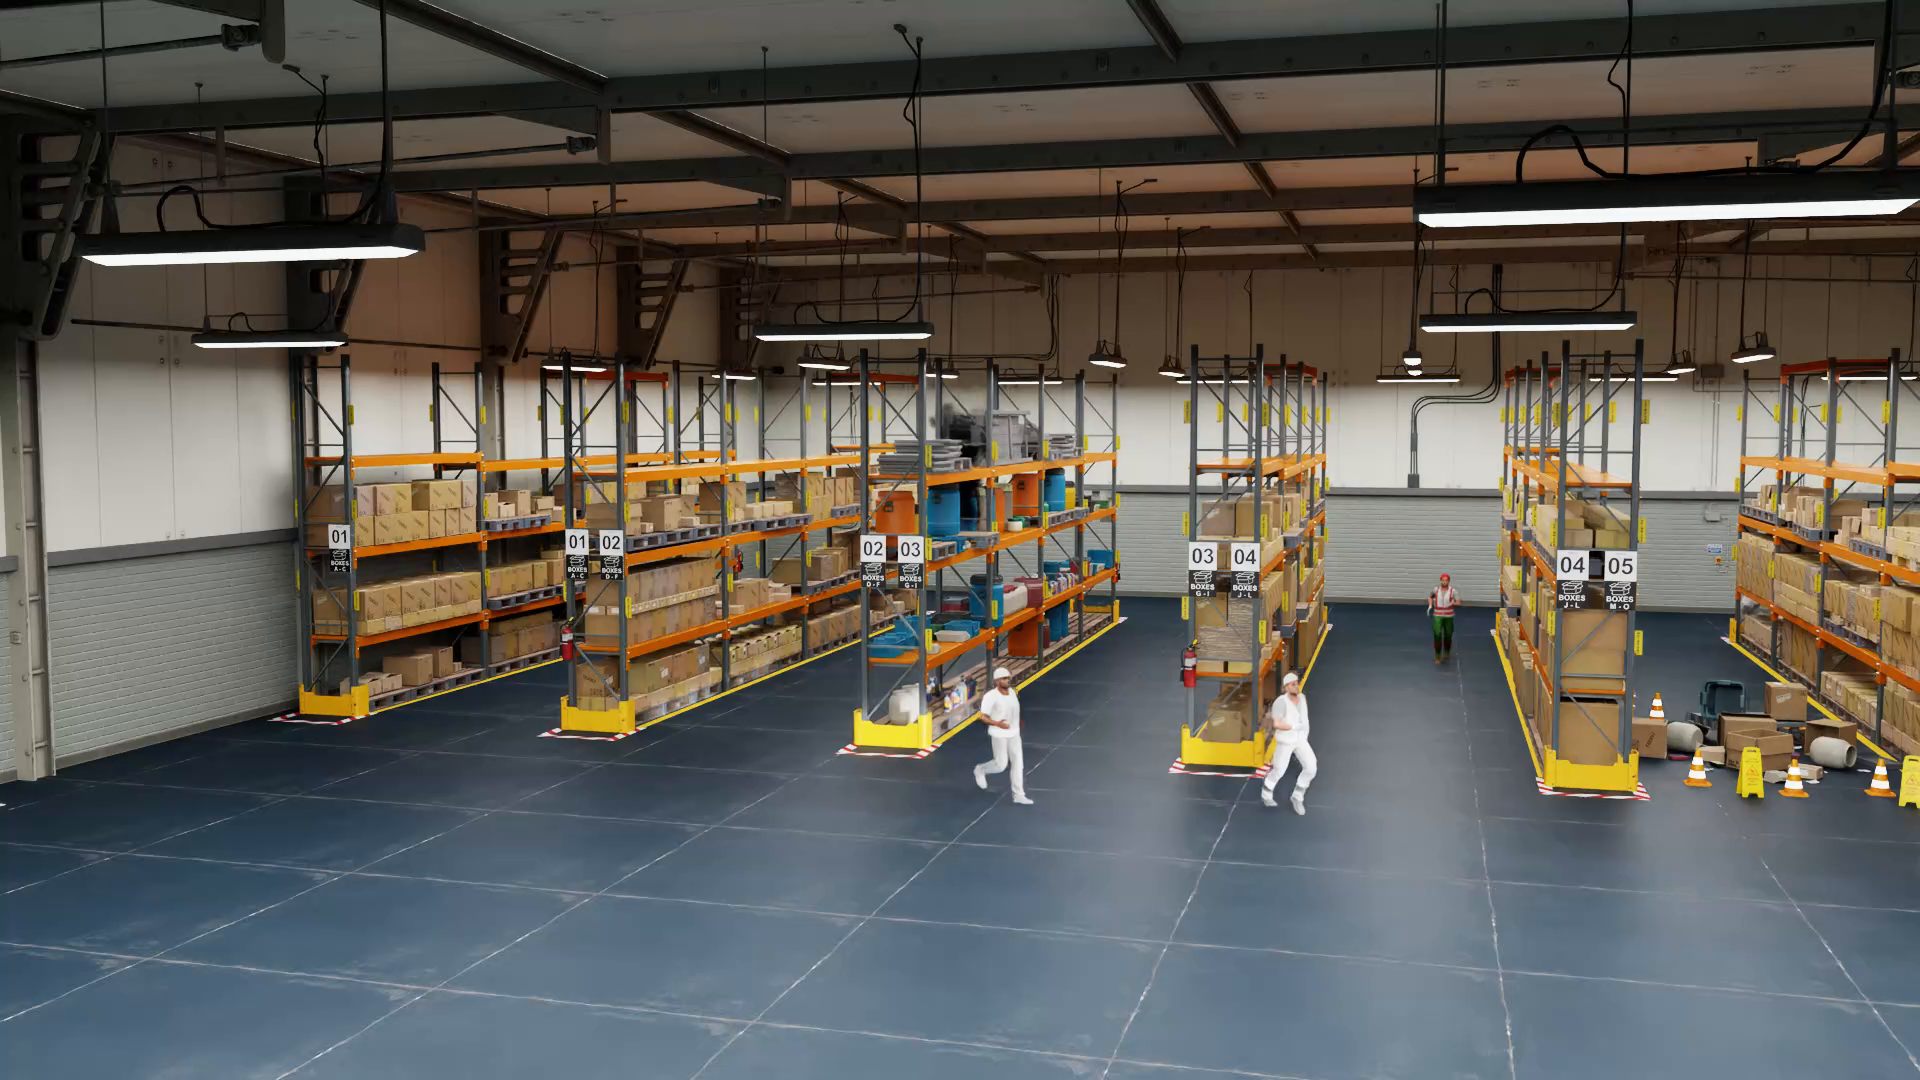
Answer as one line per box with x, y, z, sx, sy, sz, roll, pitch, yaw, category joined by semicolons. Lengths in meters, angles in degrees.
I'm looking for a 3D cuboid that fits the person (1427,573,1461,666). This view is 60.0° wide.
9.750;1.581;33.528;0.654;1.834;0.816;1;4;17;person

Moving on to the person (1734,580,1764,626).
18.007;1.298;37.753;0.898;1.799;0.703;2;5;25;person

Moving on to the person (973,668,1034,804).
0.585;2.516;21.514;0.714;1.736;0.993;-4;6;-40;person

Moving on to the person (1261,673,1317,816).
4.159;2.545;20.831;0.675;1.786;0.876;-2;5;-24;person
